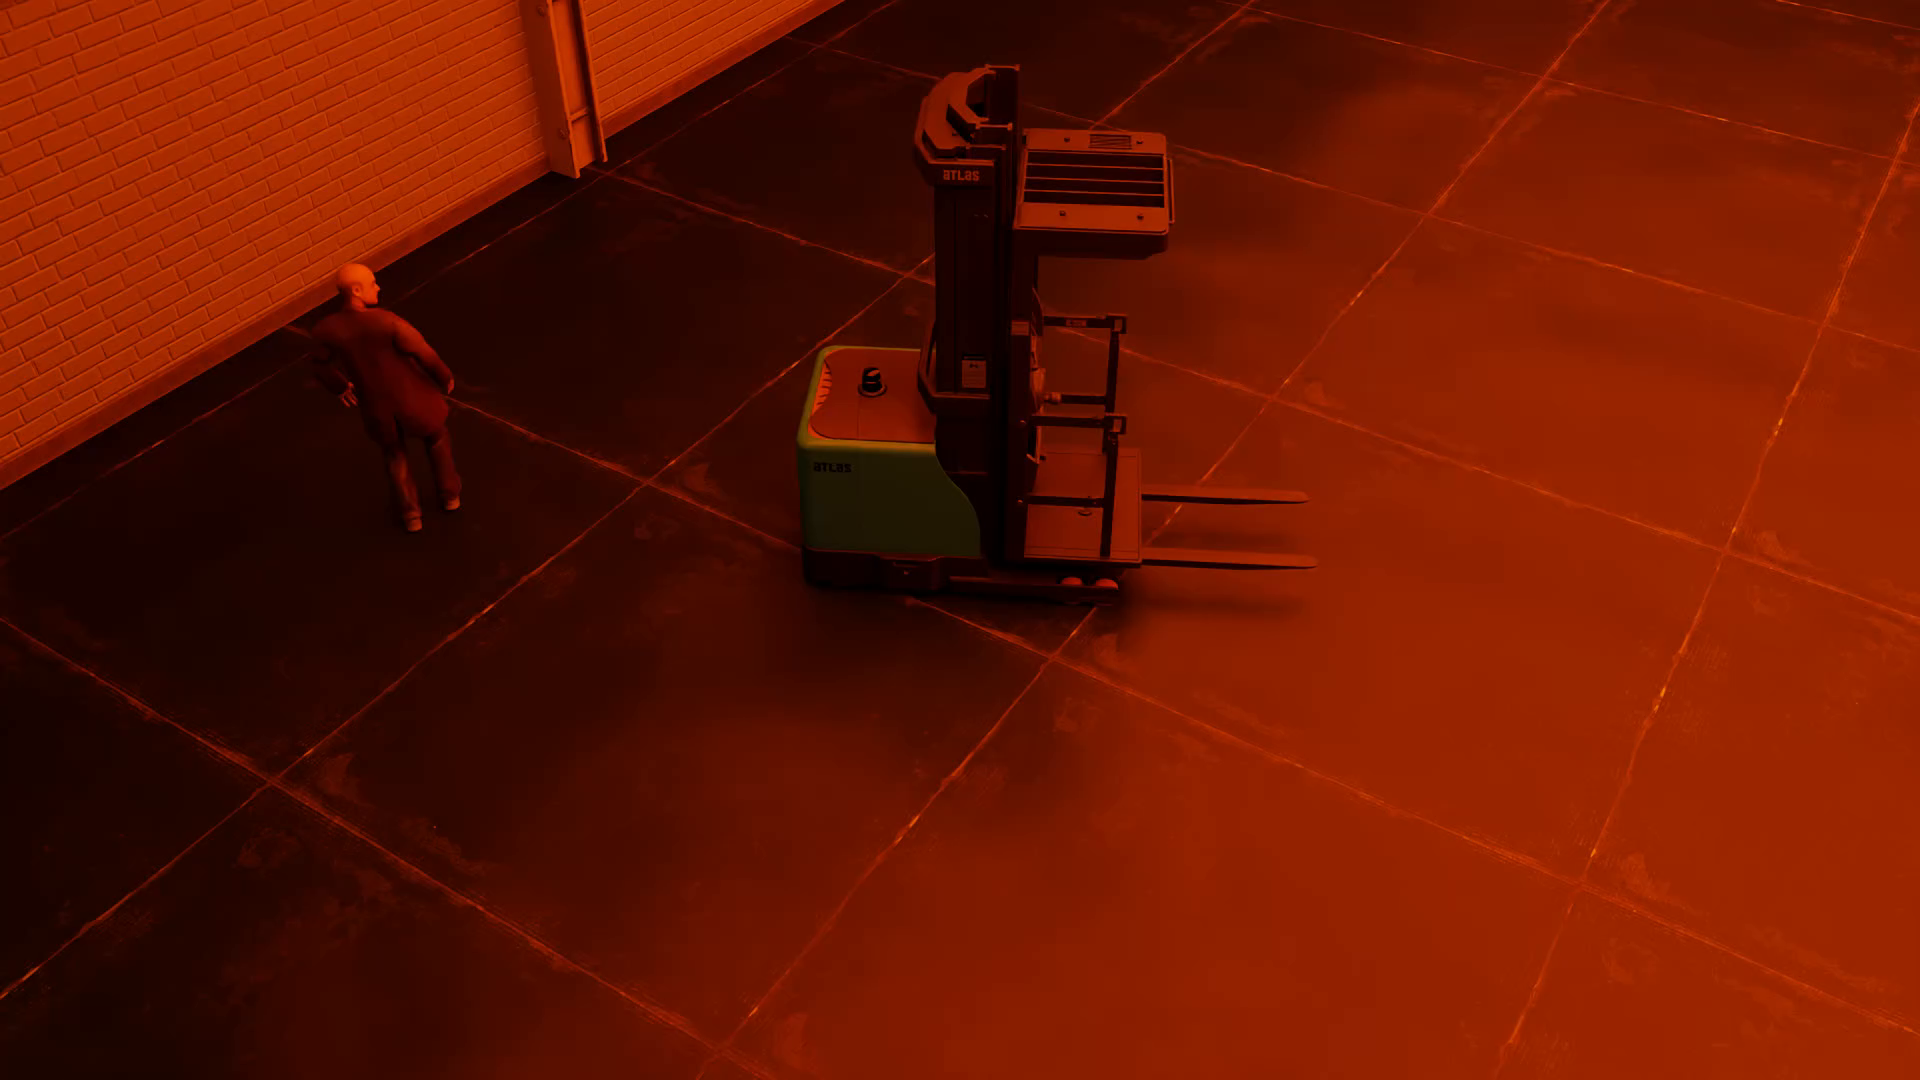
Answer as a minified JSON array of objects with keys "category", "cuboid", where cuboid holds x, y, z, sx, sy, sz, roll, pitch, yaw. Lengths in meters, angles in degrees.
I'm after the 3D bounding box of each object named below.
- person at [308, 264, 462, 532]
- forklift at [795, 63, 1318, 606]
[{"category":"person","cuboid":[-3.393,-0.885,9.926,0.794,1.756,0.555,-4,40,-4]},{"category":"forklift","cuboid":[0.609,-1.087,9.250,3.031,2.935,1.130,3,40,3]}]
